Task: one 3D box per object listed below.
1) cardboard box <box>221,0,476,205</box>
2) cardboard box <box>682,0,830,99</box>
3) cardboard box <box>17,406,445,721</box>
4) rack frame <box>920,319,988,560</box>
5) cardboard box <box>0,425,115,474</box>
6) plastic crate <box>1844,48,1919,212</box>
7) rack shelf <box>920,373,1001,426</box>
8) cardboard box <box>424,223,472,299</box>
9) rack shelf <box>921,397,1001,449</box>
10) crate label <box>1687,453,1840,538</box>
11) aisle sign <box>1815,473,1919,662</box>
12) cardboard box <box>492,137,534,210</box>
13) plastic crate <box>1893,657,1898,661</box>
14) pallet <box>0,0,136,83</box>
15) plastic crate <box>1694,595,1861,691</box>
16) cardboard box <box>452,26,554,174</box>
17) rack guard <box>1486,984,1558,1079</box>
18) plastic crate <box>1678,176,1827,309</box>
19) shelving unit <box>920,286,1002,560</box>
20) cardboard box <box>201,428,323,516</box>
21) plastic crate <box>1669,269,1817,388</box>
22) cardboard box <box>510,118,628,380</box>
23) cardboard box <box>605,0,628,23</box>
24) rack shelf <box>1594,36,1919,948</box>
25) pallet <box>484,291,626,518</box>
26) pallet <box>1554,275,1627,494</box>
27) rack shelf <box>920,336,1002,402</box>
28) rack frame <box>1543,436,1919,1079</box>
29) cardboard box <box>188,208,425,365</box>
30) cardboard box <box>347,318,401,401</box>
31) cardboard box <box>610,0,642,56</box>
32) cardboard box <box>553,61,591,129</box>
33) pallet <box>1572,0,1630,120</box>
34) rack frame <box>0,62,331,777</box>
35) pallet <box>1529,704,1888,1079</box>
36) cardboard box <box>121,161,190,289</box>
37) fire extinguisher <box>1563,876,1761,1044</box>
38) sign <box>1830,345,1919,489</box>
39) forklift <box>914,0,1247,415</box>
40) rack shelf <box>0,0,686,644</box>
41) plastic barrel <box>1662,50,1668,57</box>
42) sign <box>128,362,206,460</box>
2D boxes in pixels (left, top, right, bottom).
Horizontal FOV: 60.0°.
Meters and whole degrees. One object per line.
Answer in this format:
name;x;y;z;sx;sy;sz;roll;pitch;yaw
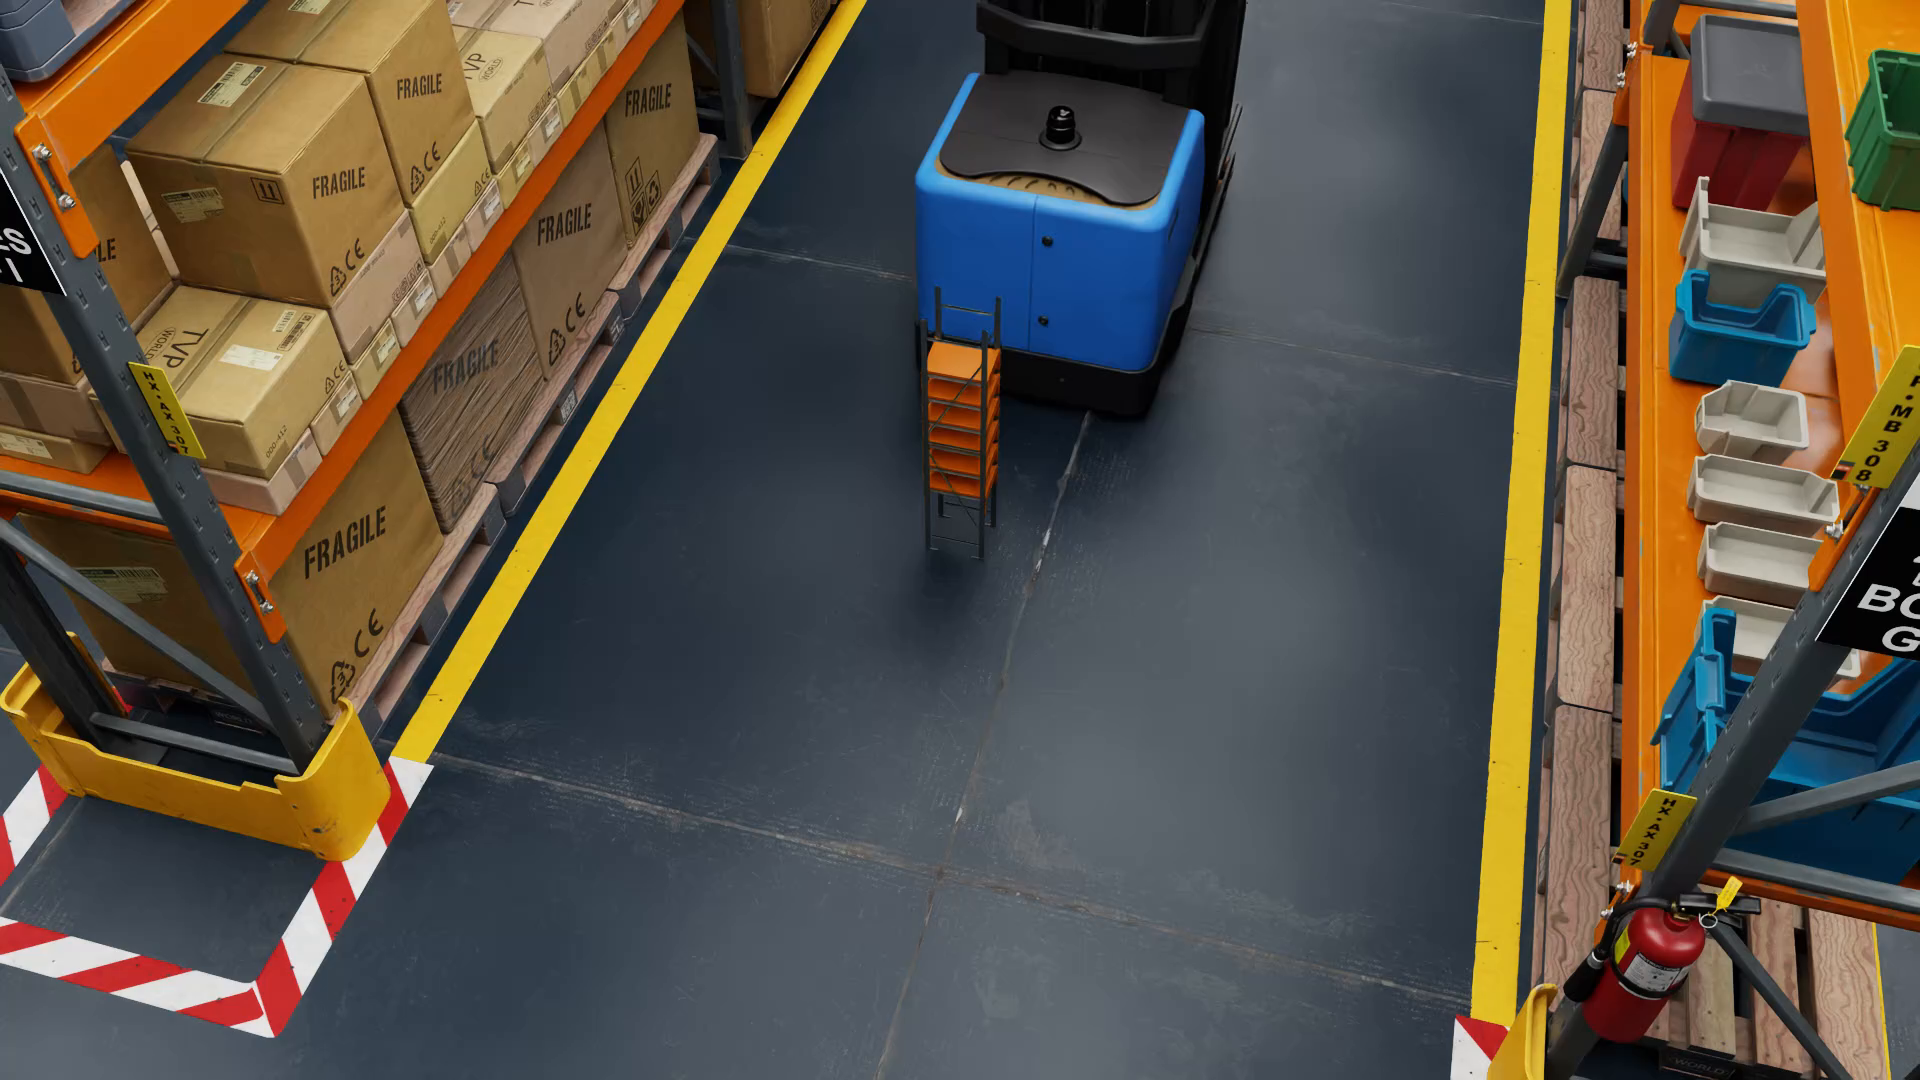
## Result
cardboard box;-1.949;-1.463;5.361;0.500;0.500;0.500;10;49;9
cardboard box;-1.396;-2.931;8.392;1.225;0.875;0.875;12;50;10
cardboard box;-2.506;-0.049;5.849;0.875;0.875;0.875;12;50;10
rack frame;-0.020;-0.341;6.170;0.240;1.200;0.006;12;50;10
cardboard box;-2.821;-0.374;5.166;0.380;0.149;0.250;12;50;11
plastic crate;2.165;-0.850;3.559;0.450;0.188;0.336;12;50;10
rack shelf;0.004;-0.537;6.082;0.258;0.103;0.180;12;50;10
cardboard box;-1.917;-0.987;5.707;0.380;0.149;0.250;11;49;9
rack shelf;0.004;-0.458;6.172;0.258;0.103;0.180;12;50;10
crate label;2.361;-0.129;4.918;0.396;0.136;0.243;12;50;10
aisle sign;1.879;-0.023;2.955;0.394;0.787;0.004;12;50;10
cardboard box;-1.782;-1.356;6.033;0.380;0.149;0.250;10;49;9
plastic crate;2.737;0.288;4.485;0.416;0.233;0.300;12;50;10
pallet;-2.412;-1.637;4.171;1.003;0.211;1.213;12;50;10
plastic crate;2.221;0.284;4.553;0.396;0.136;0.243;12;50;10
cardboard box;-1.812;-1.596;5.978;0.500;0.250;0.500;11;49;9
rack guard;2.187;1.690;4.844;1.175;0.500;0.348;12;50;10
plastic crate;2.654;-0.963;5.557;0.437;0.282;0.530;12;50;10
shelving unit;0.004;-0.407;6.228;0.258;1.200;0.189;12;50;10
cardboard box;-2.186;-0.243;5.051;0.380;0.149;0.250;12;50;10
plastic crate;2.474;-0.658;5.321;0.416;0.233;0.300;12;50;10
cardboard box;-2.032;-1.351;6.998;0.875;0.875;0.875;12;50;10
cardboard box;-1.542;-2.331;6.627;0.500;0.250;0.500;13;50;11
rack shelf;2.707;-0.366;5.471;1.077;0.370;4.000;12;50;10
pallet;-2.139;-0.686;7.133;1.003;0.211;1.213;12;50;10
pallet;3.078;-0.588;7.047;1.003;0.211;1.213;12;50;10
rack shelf;0.004;-0.616;5.992;0.258;0.103;0.180;12;50;10
rack frame;2.178;0.842;3.925;0.949;2.616;0.053;12;50;10
cardboard box;-2.080;-0.855;5.324;0.500;0.250;0.500;11;49;10
cardboard box;-2.052;-0.615;5.378;0.380;0.149;0.250;11;49;9
cardboard box;-1.512;-2.102;6.691;0.380;0.149;0.250;12;50;11
cardboard box;-1.647;-1.730;6.363;0.380;0.149;0.250;11;49;9
pallet;3.796;-2.563;8.790;1.003;0.211;1.213;12;50;10
rack frame;-2.597;-0.135;4.787;1.000;3.000;0.127;12;50;10
pallet;2.435;1.176;5.490;1.003;0.211;1.213;12;50;10
cardboard box;-2.592;-0.953;5.411;0.500;0.250;0.500;11;49;9
fire extinguisher;1.703;1.011;4.076;0.296;0.674;0.183;12;50;10
sign;1.646;-0.212;2.925;0.100;0.325;0.005;12;50;10
forklift;0.717;-2.632;7.037;1.130;2.935;3.031;13;50;11
rack shelf;-2.071;-1.343;6.334;1.077;0.370;4.000;12;50;10
plastic barrel;3.580;-2.398;7.904;0.600;0.901;0.708;12;50;10
sign;-2.064;-0.334;4.332;0.100;0.325;0.005;12;50;10
